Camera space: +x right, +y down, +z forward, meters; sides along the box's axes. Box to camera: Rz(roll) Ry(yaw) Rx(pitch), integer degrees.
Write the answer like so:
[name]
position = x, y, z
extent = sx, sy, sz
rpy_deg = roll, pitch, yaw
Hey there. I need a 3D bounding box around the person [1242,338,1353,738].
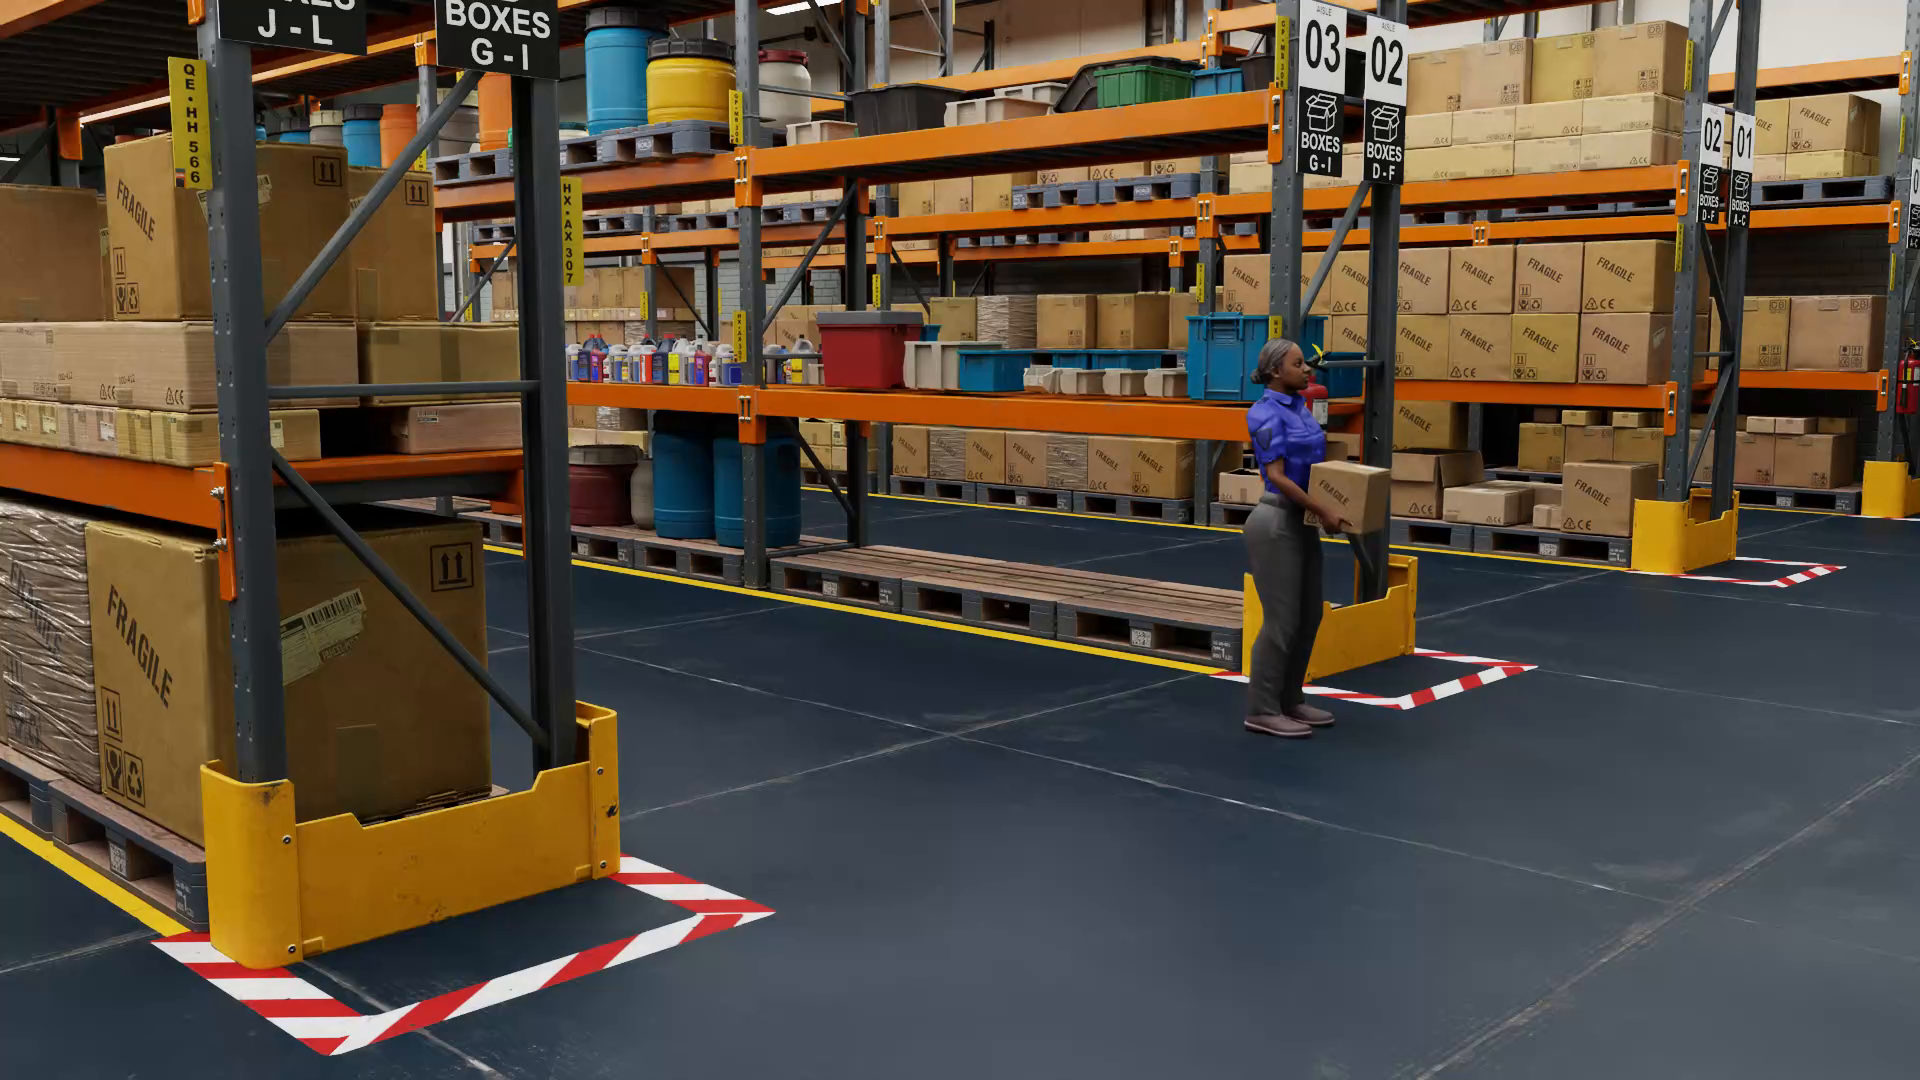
[person]
position = 1.440, -0.015, 6.943
extent = 0.523, 1.646, 0.450
rpy_deg = 5, 9, 34
